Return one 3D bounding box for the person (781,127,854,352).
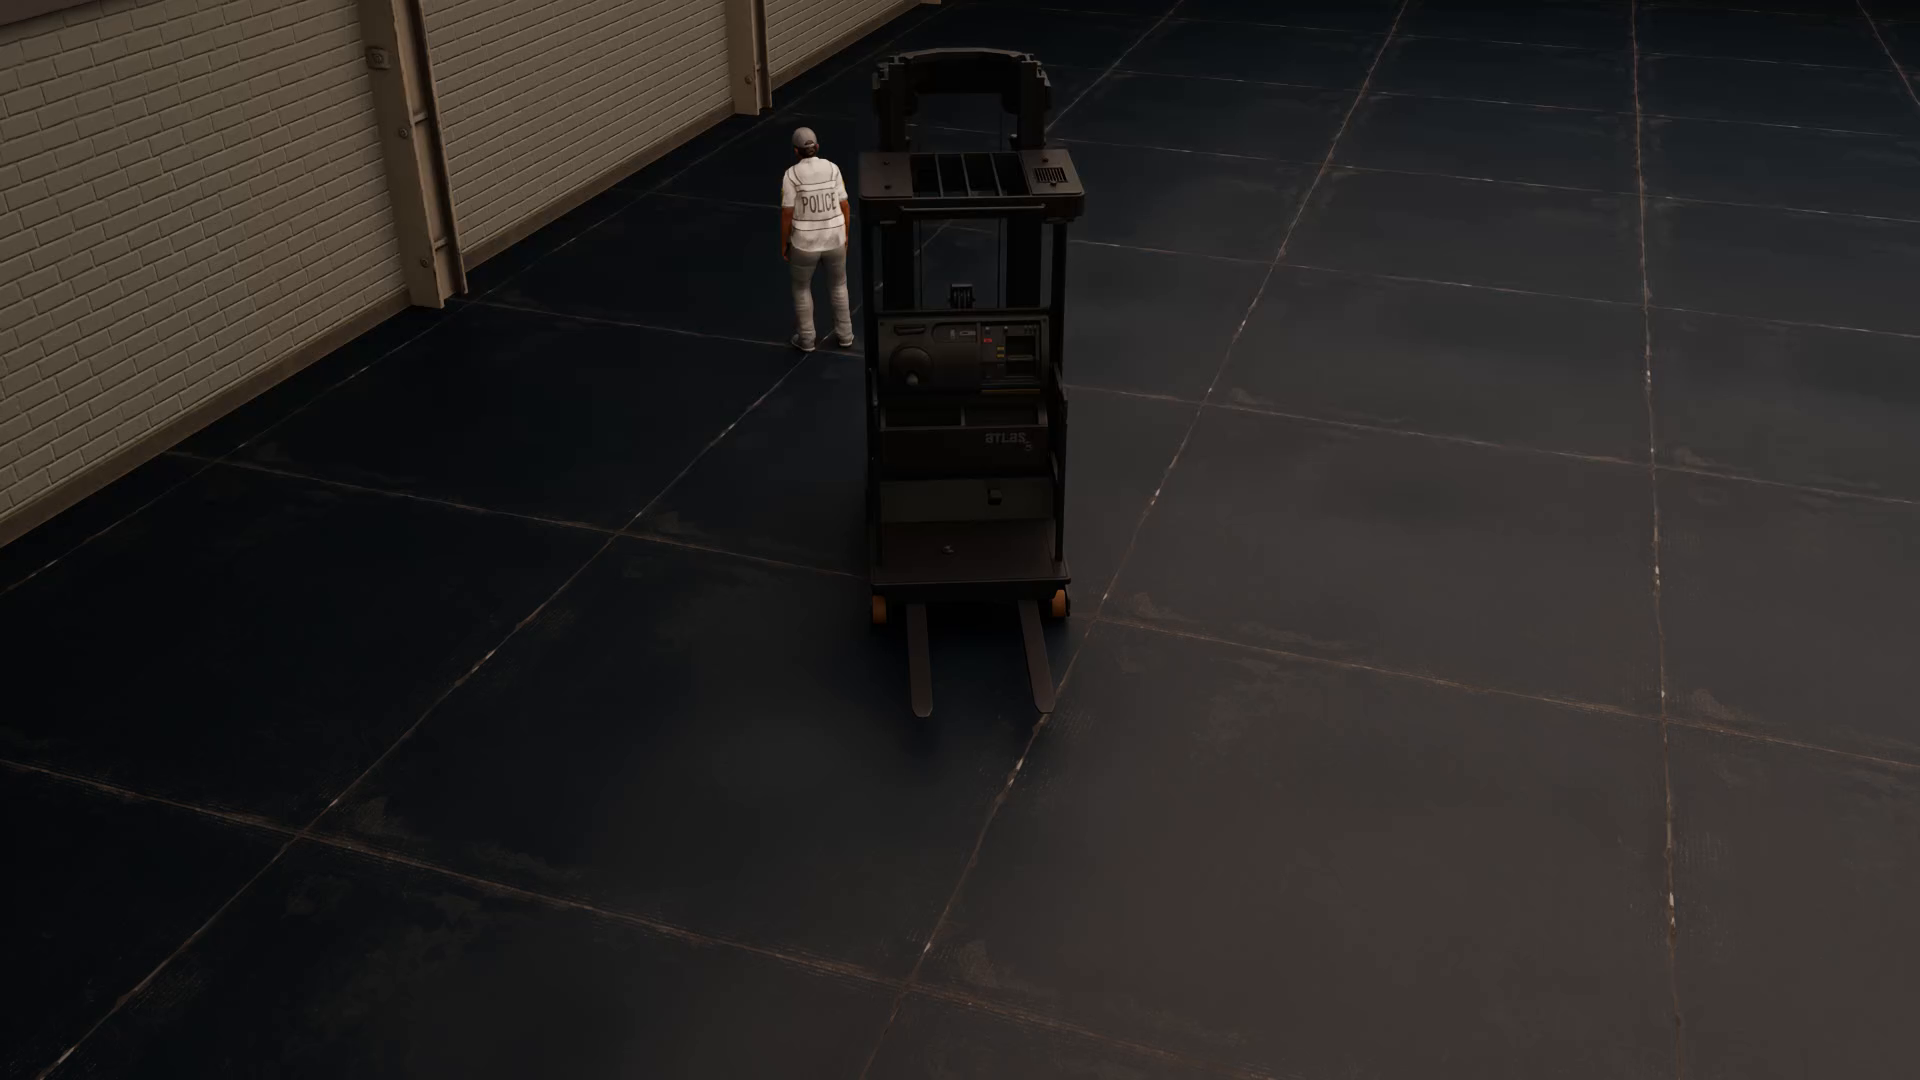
[{"bbox_3d":[-1.060,-2.214,12.301,0.559,1.665,0.468,-11,31,-18],"label":"person"}]

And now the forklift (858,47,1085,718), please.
[{"bbox_3d":[0.035,-0.972,8.842,1.130,2.935,3.031,-2,30,-3],"label":"forklift"}]
